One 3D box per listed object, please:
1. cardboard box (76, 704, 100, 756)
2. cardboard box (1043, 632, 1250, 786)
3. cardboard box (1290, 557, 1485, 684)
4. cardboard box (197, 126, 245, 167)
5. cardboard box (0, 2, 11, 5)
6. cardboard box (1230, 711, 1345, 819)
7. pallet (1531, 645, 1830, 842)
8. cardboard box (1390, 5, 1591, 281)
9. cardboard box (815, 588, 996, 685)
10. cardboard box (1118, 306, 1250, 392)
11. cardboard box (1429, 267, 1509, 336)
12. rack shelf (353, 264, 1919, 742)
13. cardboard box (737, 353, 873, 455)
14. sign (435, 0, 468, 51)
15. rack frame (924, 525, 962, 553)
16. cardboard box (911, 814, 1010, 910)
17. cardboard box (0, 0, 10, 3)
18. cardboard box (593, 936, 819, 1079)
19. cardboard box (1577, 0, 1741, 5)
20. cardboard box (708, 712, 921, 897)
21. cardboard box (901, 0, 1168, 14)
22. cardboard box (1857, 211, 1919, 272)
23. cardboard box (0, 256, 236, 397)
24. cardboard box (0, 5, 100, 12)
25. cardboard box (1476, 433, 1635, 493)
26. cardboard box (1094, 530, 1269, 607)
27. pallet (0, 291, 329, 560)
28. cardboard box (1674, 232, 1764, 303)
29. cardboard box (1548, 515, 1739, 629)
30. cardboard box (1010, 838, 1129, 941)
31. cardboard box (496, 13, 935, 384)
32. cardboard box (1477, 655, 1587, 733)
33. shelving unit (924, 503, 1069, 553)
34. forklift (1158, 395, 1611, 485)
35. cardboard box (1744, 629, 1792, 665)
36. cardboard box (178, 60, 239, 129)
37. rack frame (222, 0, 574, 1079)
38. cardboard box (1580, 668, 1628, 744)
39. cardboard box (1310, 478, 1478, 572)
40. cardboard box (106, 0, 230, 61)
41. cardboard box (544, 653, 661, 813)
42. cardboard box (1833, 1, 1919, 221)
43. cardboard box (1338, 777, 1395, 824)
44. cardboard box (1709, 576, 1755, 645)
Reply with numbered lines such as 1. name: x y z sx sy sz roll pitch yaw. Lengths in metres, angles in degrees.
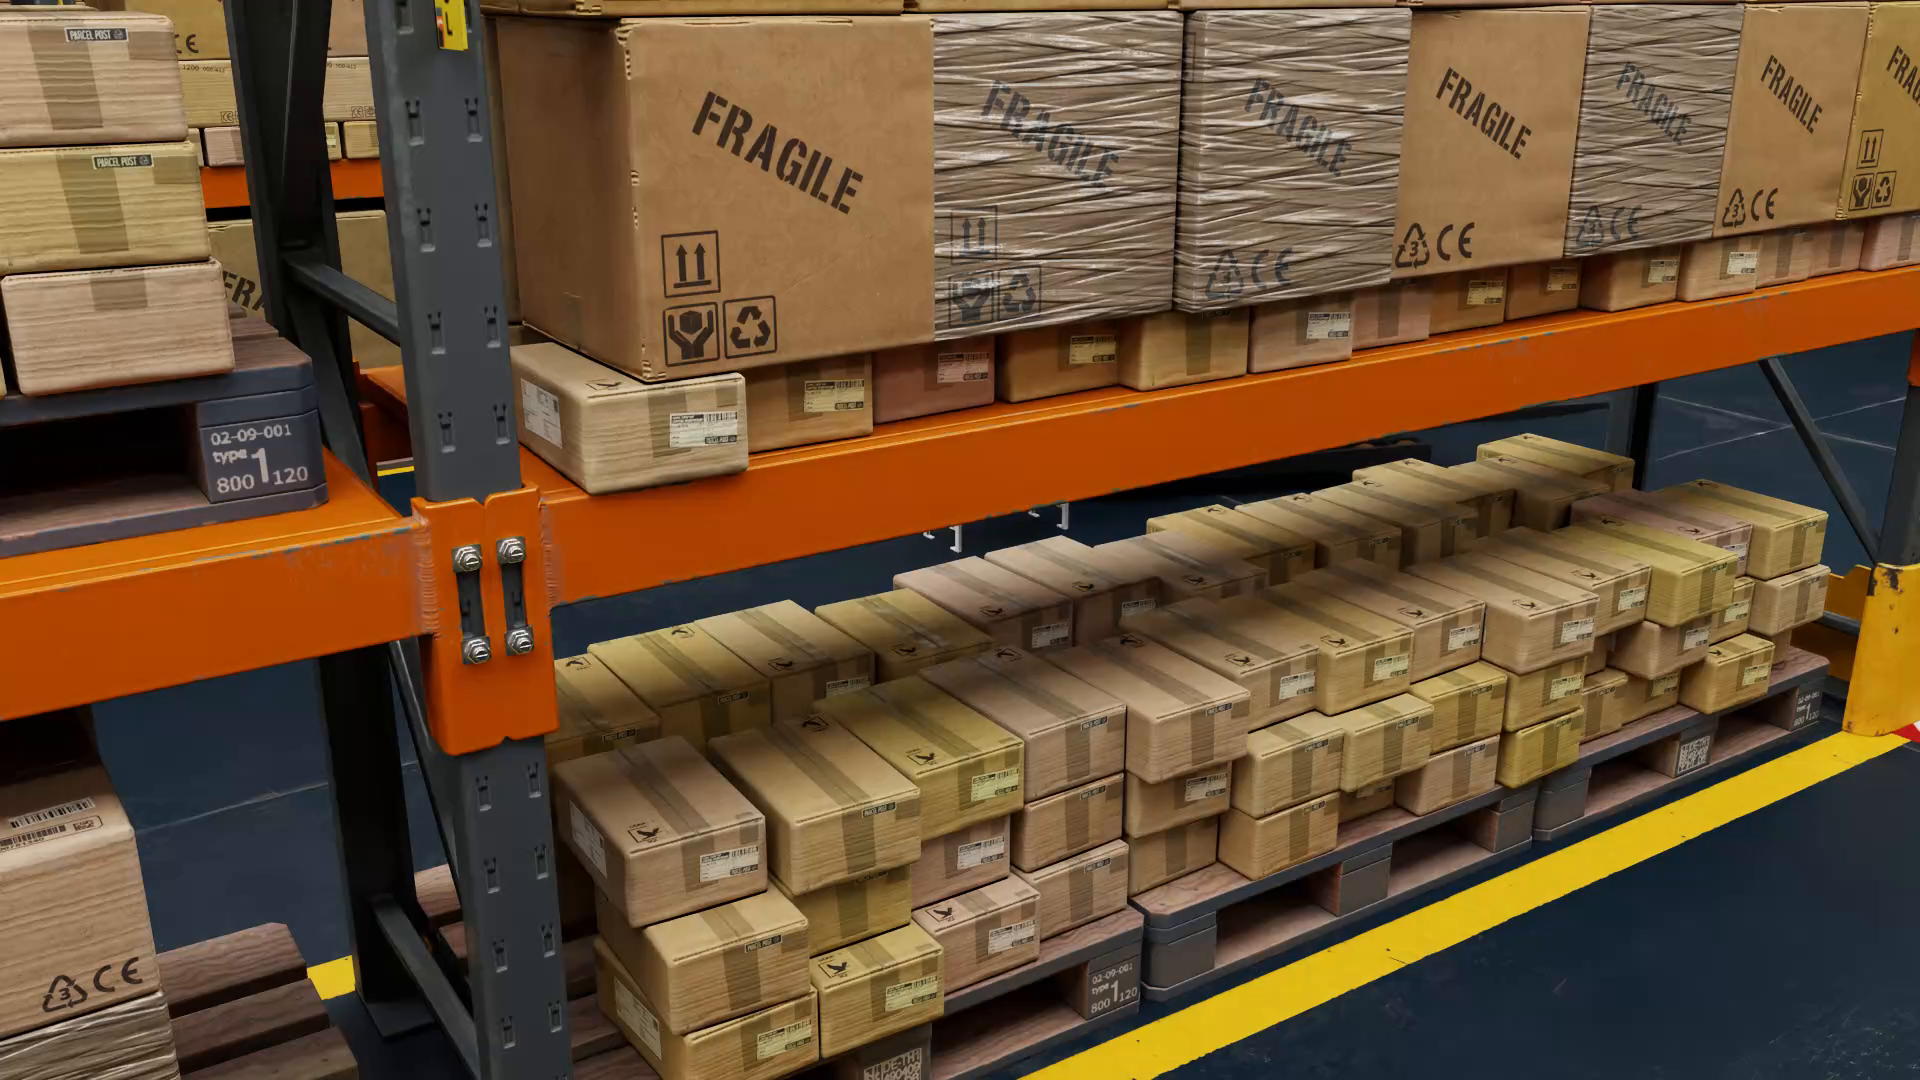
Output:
1. cardboard box: -1.697 0.329 2.663 0.500 0.250 0.500 -13 23 -34
2. cardboard box: 0.377 0.339 3.425 0.250 0.149 0.380 -11 22 -30
3. cardboard box: 0.990 0.182 3.889 0.250 0.149 0.380 -13 23 -33
4. cardboard box: -2.929 -1.595 6.671 0.250 0.149 0.380 -13 22 -33
5. cardboard box: -8.448 -4.419 14.477 0.500 0.500 0.500 -11 22 -30
6. cardboard box: 0.605 0.435 3.606 0.250 0.149 0.380 -12 22 -32
7. pallet: 1.645 0.403 4.722 1.213 0.211 1.003 -12 22 -31
8. cardboard box: 0.899 -0.839 3.421 0.500 0.500 0.500 -11 21 -29
9. cardboard box: -0.125 0.251 3.685 0.250 0.149 0.380 -11 22 -30
10. cardboard box: 0.328 -0.403 3.146 0.250 0.149 0.380 -11 22 -30
11. cardboard box: 0.953 -0.558 3.604 0.250 0.149 0.380 -11 22 -30
12. rack shelf: 0.736 -0.372 3.783 4.000 0.370 1.077 -12 22 -31
13. cardboard box: -0.343 -0.269 2.748 0.250 0.149 0.380 -11 22 -30
14. sign: -0.626 -0.761 2.004 0.005 0.325 0.100 -12 22 -31
15. rack frame: -0.066 -0.555 6.012 0.015 1.200 0.240 -12 22 -31
16. cardboard box: -0.110 0.551 3.262 0.250 0.149 0.380 -12 22 -32
17. cardboard box: -8.475 -4.884 14.290 0.500 0.500 0.500 -11 22 -30
18. cardboard box: -0.454 0.813 2.951 0.250 0.149 0.380 -13 23 -34
19. cardboard box: 1.308 -1.396 3.509 0.500 0.500 0.500 -11 21 -29
20. cardboard box: -0.270 0.472 3.032 0.250 0.149 0.380 -11 21 -29
21. cardboard box: 0.001 -1.132 2.727 0.500 0.500 0.500 -13 22 -33
22. cardboard box: 2.289 -0.813 4.357 0.250 0.149 0.380 -12 22 -31
23. cardboard box: -1.157 -0.317 2.236 0.250 0.149 0.380 -12 22 -33
24. cardboard box: -1.516 -0.775 2.663 0.250 0.149 0.380 -11 21 -29
25. cardboard box: 1.782 -0.193 5.000 0.250 0.149 0.380 -13 23 -34
26. cardboard box: 0.536 0.114 4.092 0.250 0.149 0.380 -12 22 -31
27. pallet: -1.653 -0.173 2.374 1.213 0.211 1.003 -12 22 -31
28. cardboard box: 1.660 -0.679 3.963 0.250 0.149 0.380 -11 22 -30
29. cardboard box: 1.716 0.075 4.207 0.250 0.149 0.380 -12 22 -33
30. cardboard box: 0.132 0.651 3.432 0.250 0.149 0.380 -12 22 -33
31. cardboard box: -0.382 -0.568 2.621 0.500 0.500 0.500 -12 22 -32
32. cardboard box: 1.264 0.302 3.999 0.250 0.149 0.380 -12 22 -31
33. shelving unit: 0.138 -0.598 6.139 0.503 1.200 0.258 -12 22 -31
34. forklift: 1.489 -1.784 6.946 3.031 2.935 1.130 -5 19 -13
35. cardboard box: 2.081 0.235 4.660 0.250 0.149 0.380 -11 22 -30
36. cardboard box: -3.042 -1.787 6.617 0.500 0.250 0.500 -12 22 -32
37. rack frame: -0.935 -0.360 2.626 0.127 3.000 1.000 -12 22 -31
38. cardboard box: 1.455 0.378 4.238 0.250 0.149 0.380 -12 22 -31
39. cardboard box: 1.175 -0.037 4.537 0.250 0.149 0.380 -13 23 -34
40. cardboard box: -3.037 -2.146 6.507 0.500 0.500 0.500 -12 22 -31
41. cardboard box: -0.781 0.377 3.312 0.250 0.149 0.380 -11 22 -30
42. cardboard box: 2.172 -1.105 4.209 0.500 0.500 0.500 -11 22 -30
43. cardboard box: 0.785 0.507 3.856 0.250 0.149 0.380 -11 22 -30
44. cardboard box: 1.874 0.147 4.458 0.250 0.149 0.380 -13 22 -33
